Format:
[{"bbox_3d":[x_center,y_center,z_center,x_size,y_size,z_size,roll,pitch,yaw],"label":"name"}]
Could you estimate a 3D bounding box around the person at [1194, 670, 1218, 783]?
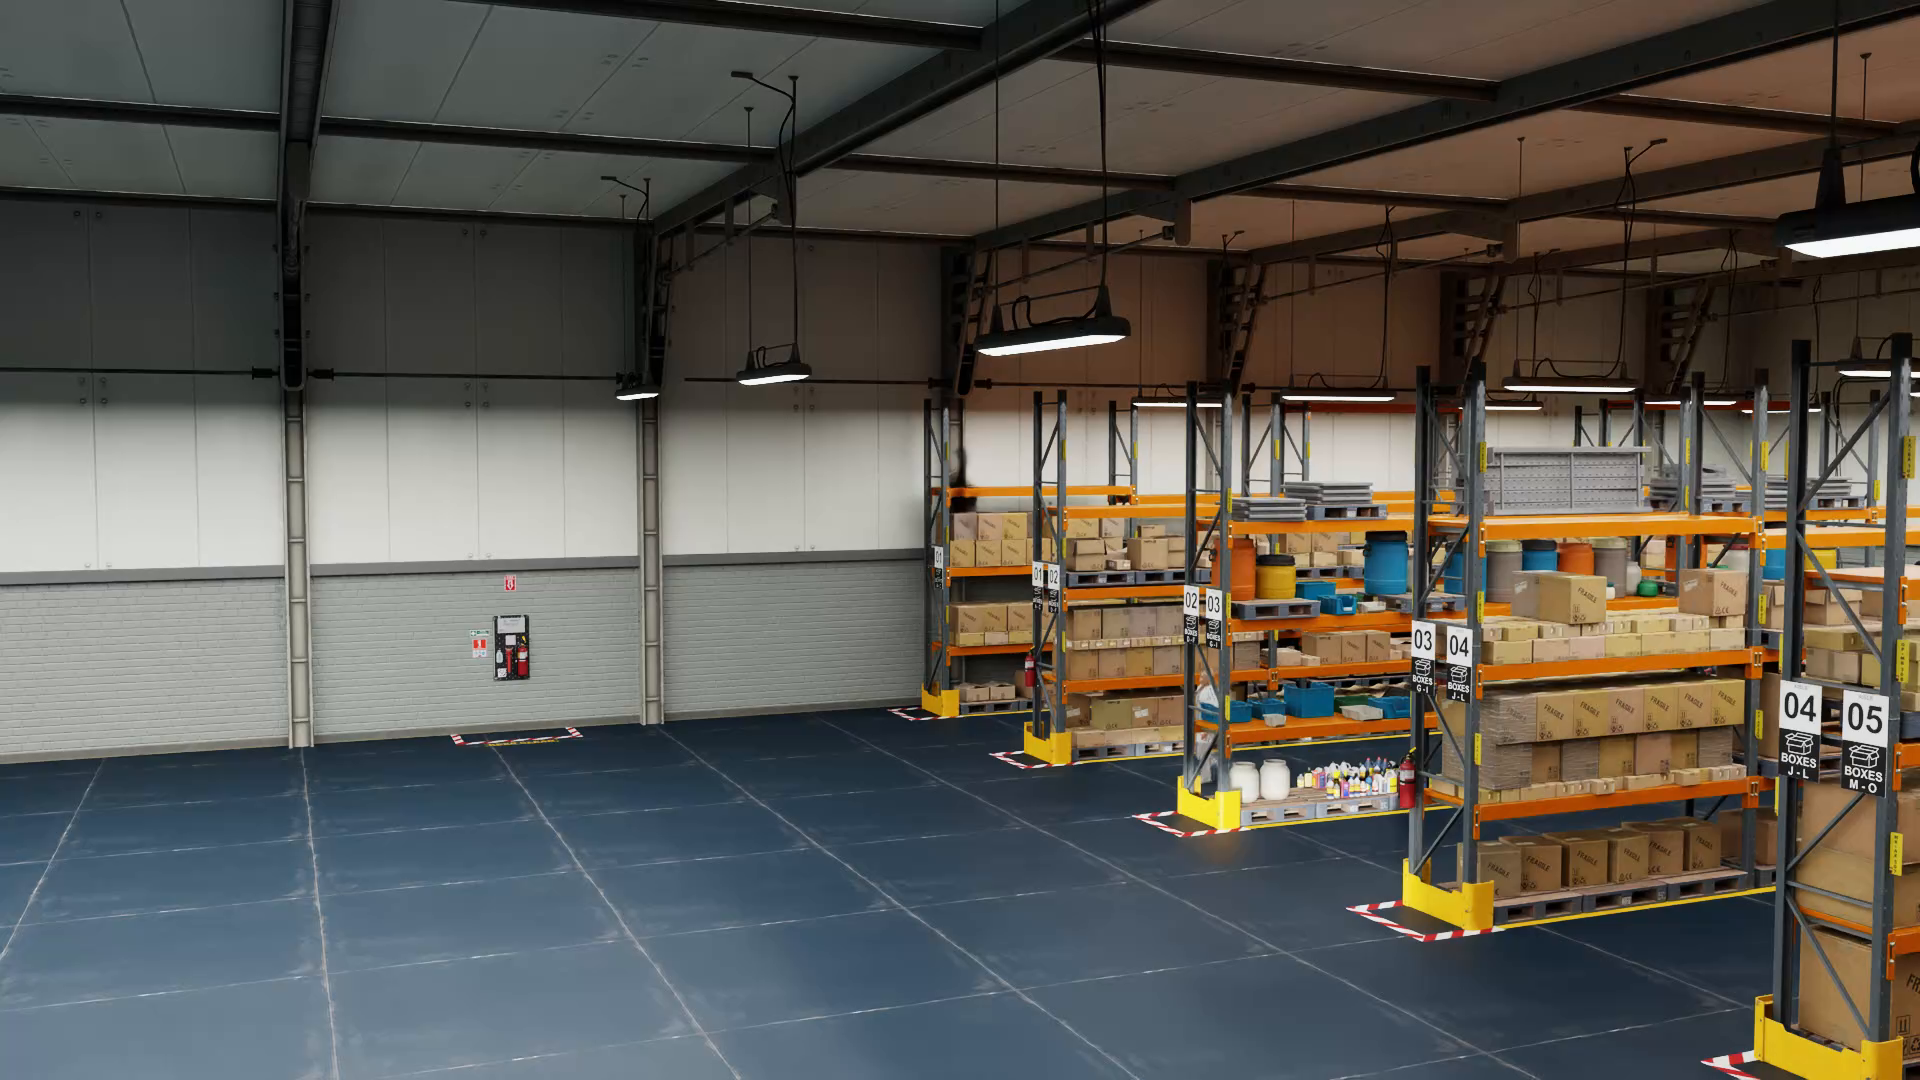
[{"bbox_3d":[3.736,2.801,25.206,0.613,1.732,0.813,-1,4,-24],"label":"person"}]
